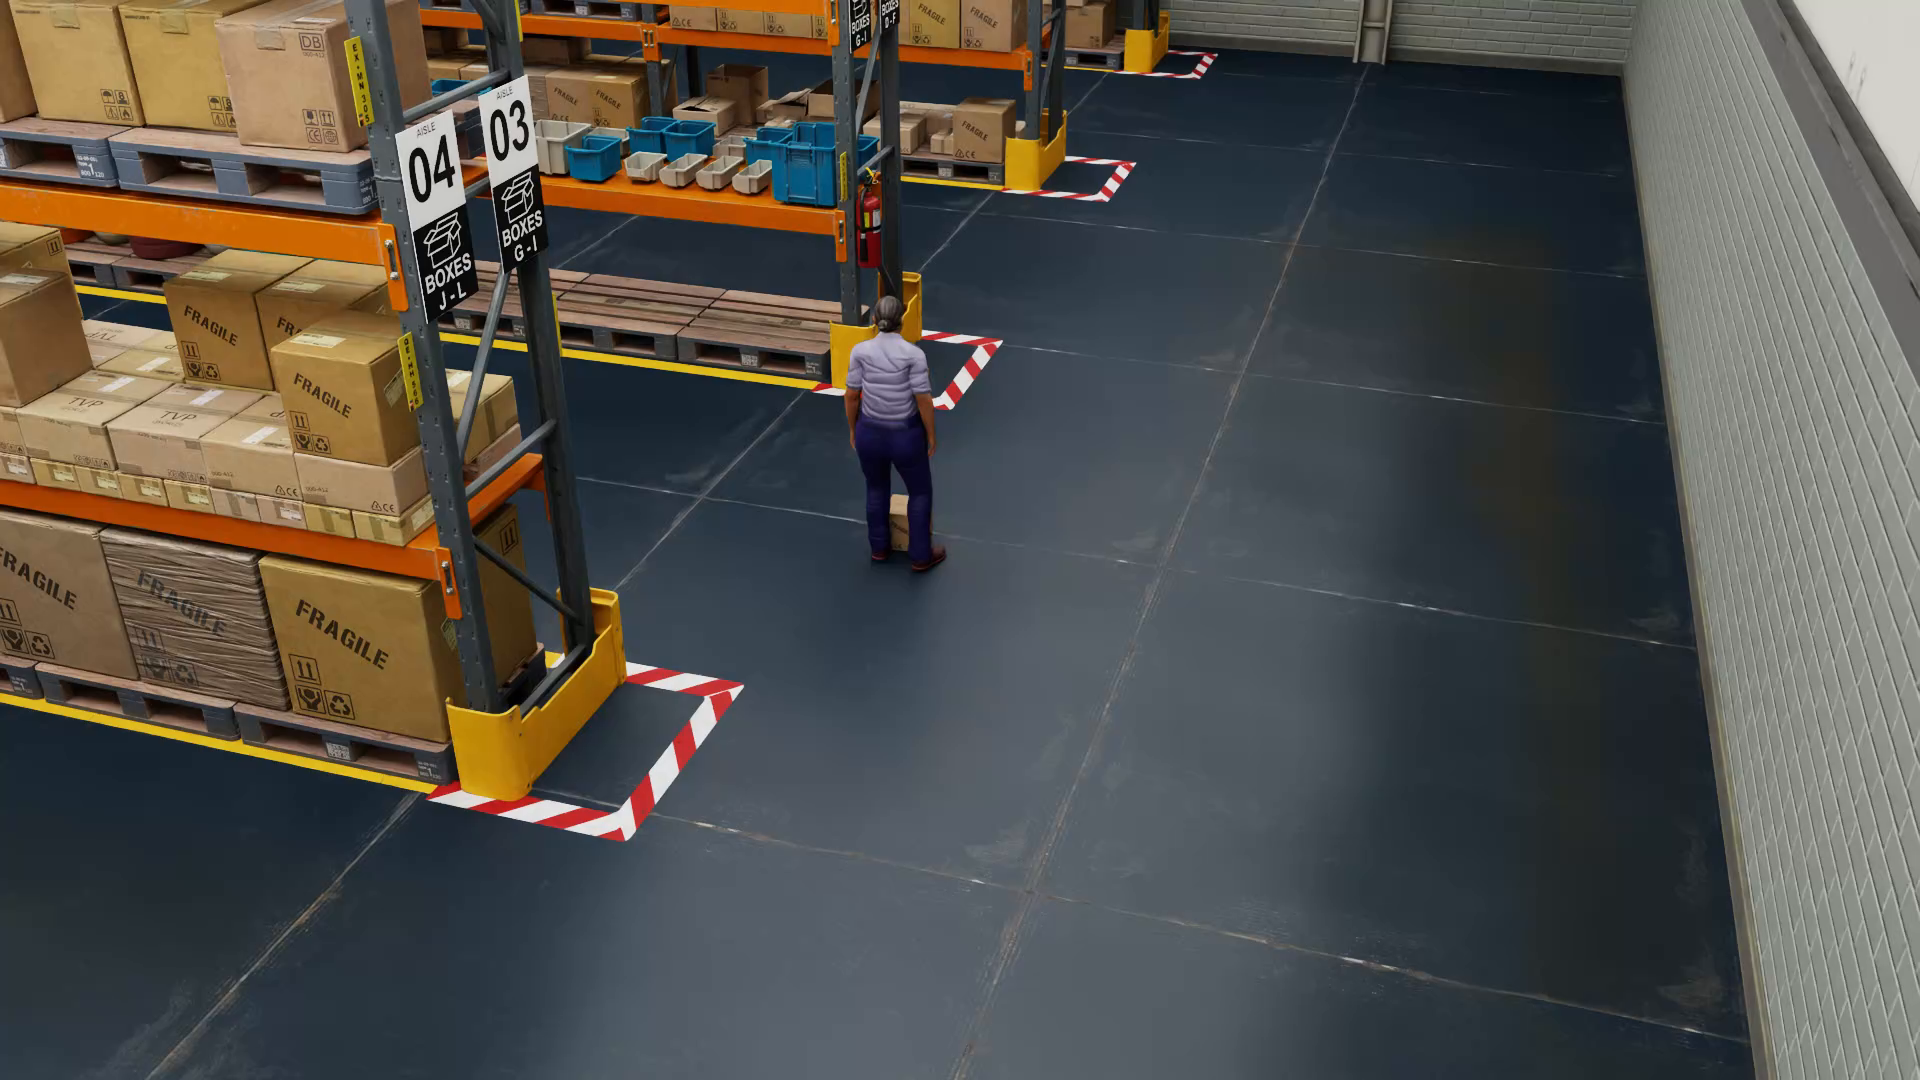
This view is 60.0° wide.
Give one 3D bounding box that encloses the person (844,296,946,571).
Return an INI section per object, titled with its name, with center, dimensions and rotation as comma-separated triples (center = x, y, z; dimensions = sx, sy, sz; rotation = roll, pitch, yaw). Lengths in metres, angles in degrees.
[person]
center = -0.369, -0.617, 9.604
dimensions = 0.551, 1.650, 0.392
rotation = 7, 30, 12
